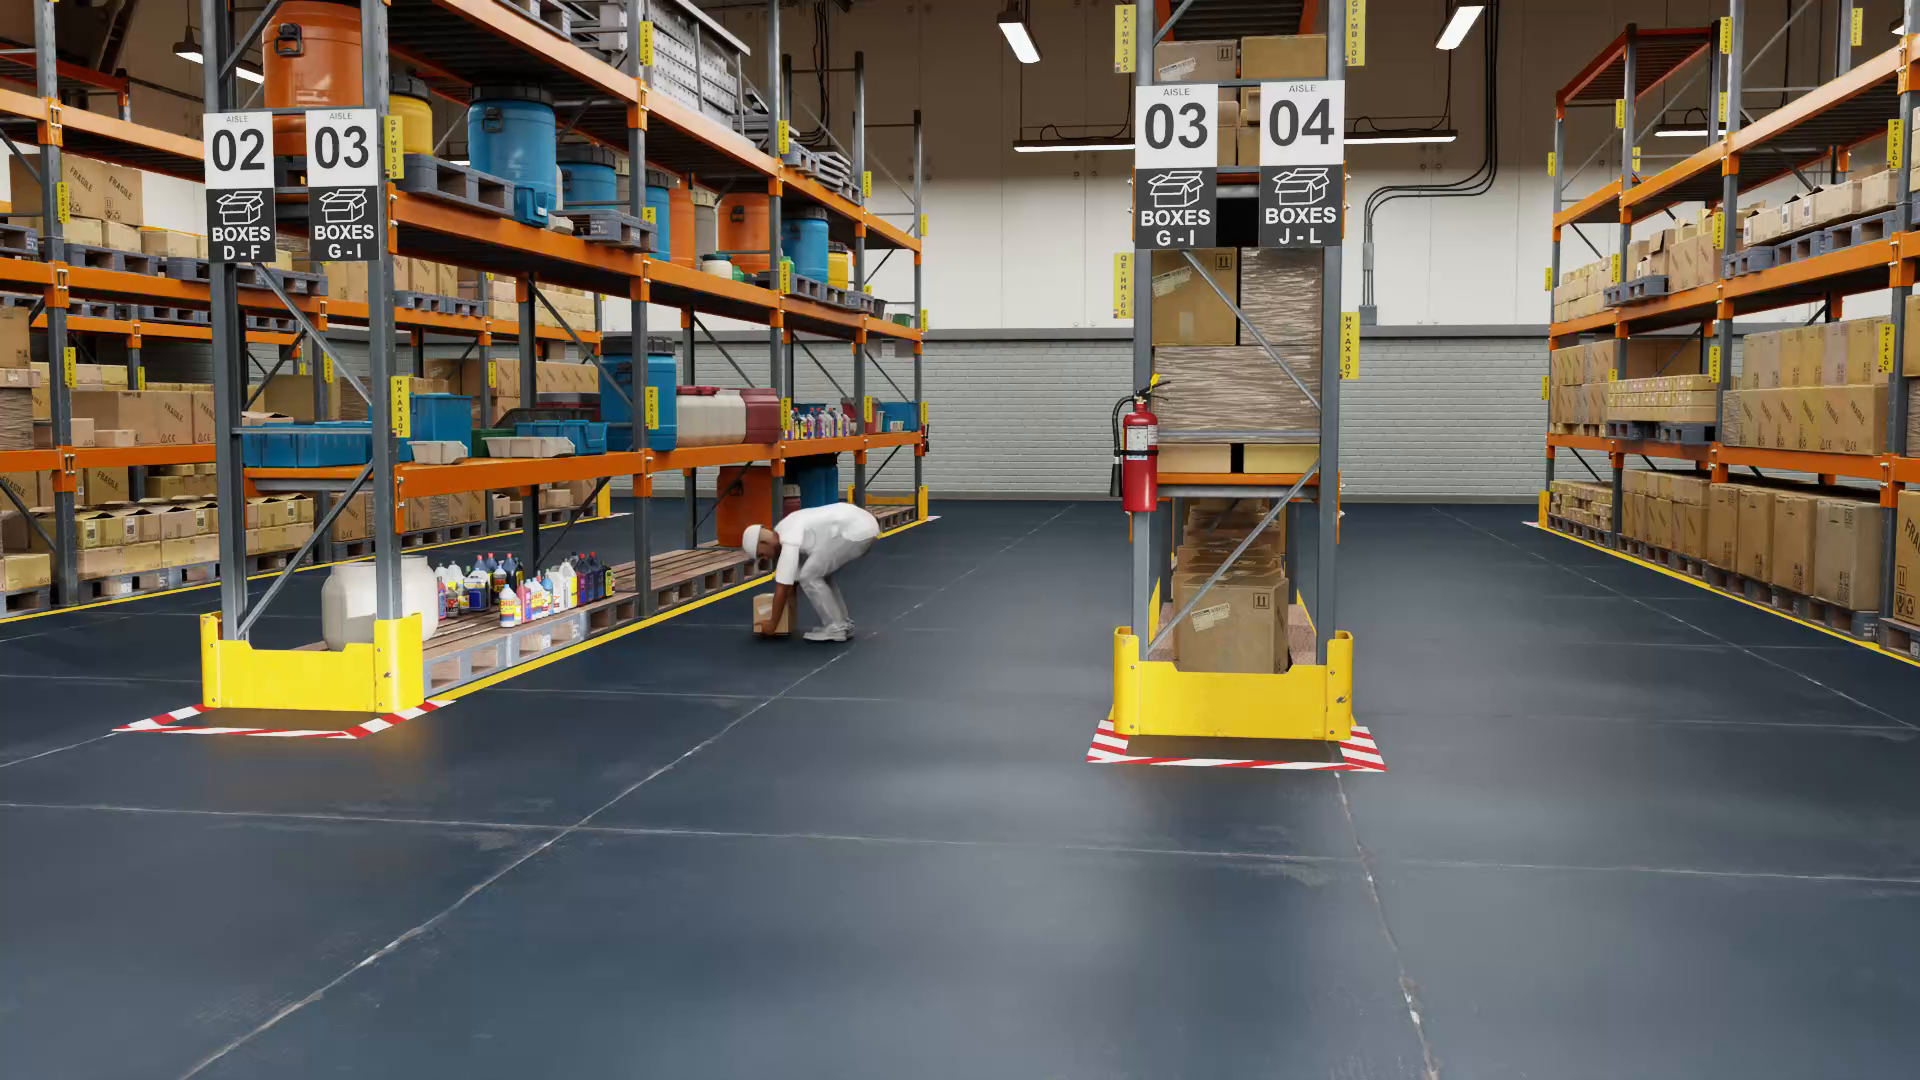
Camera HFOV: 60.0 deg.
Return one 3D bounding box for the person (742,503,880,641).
[{"bbox_3d":[-1.059,0.222,11.775,0.973,0.967,0.501,0,4,6],"label":"person"}]
